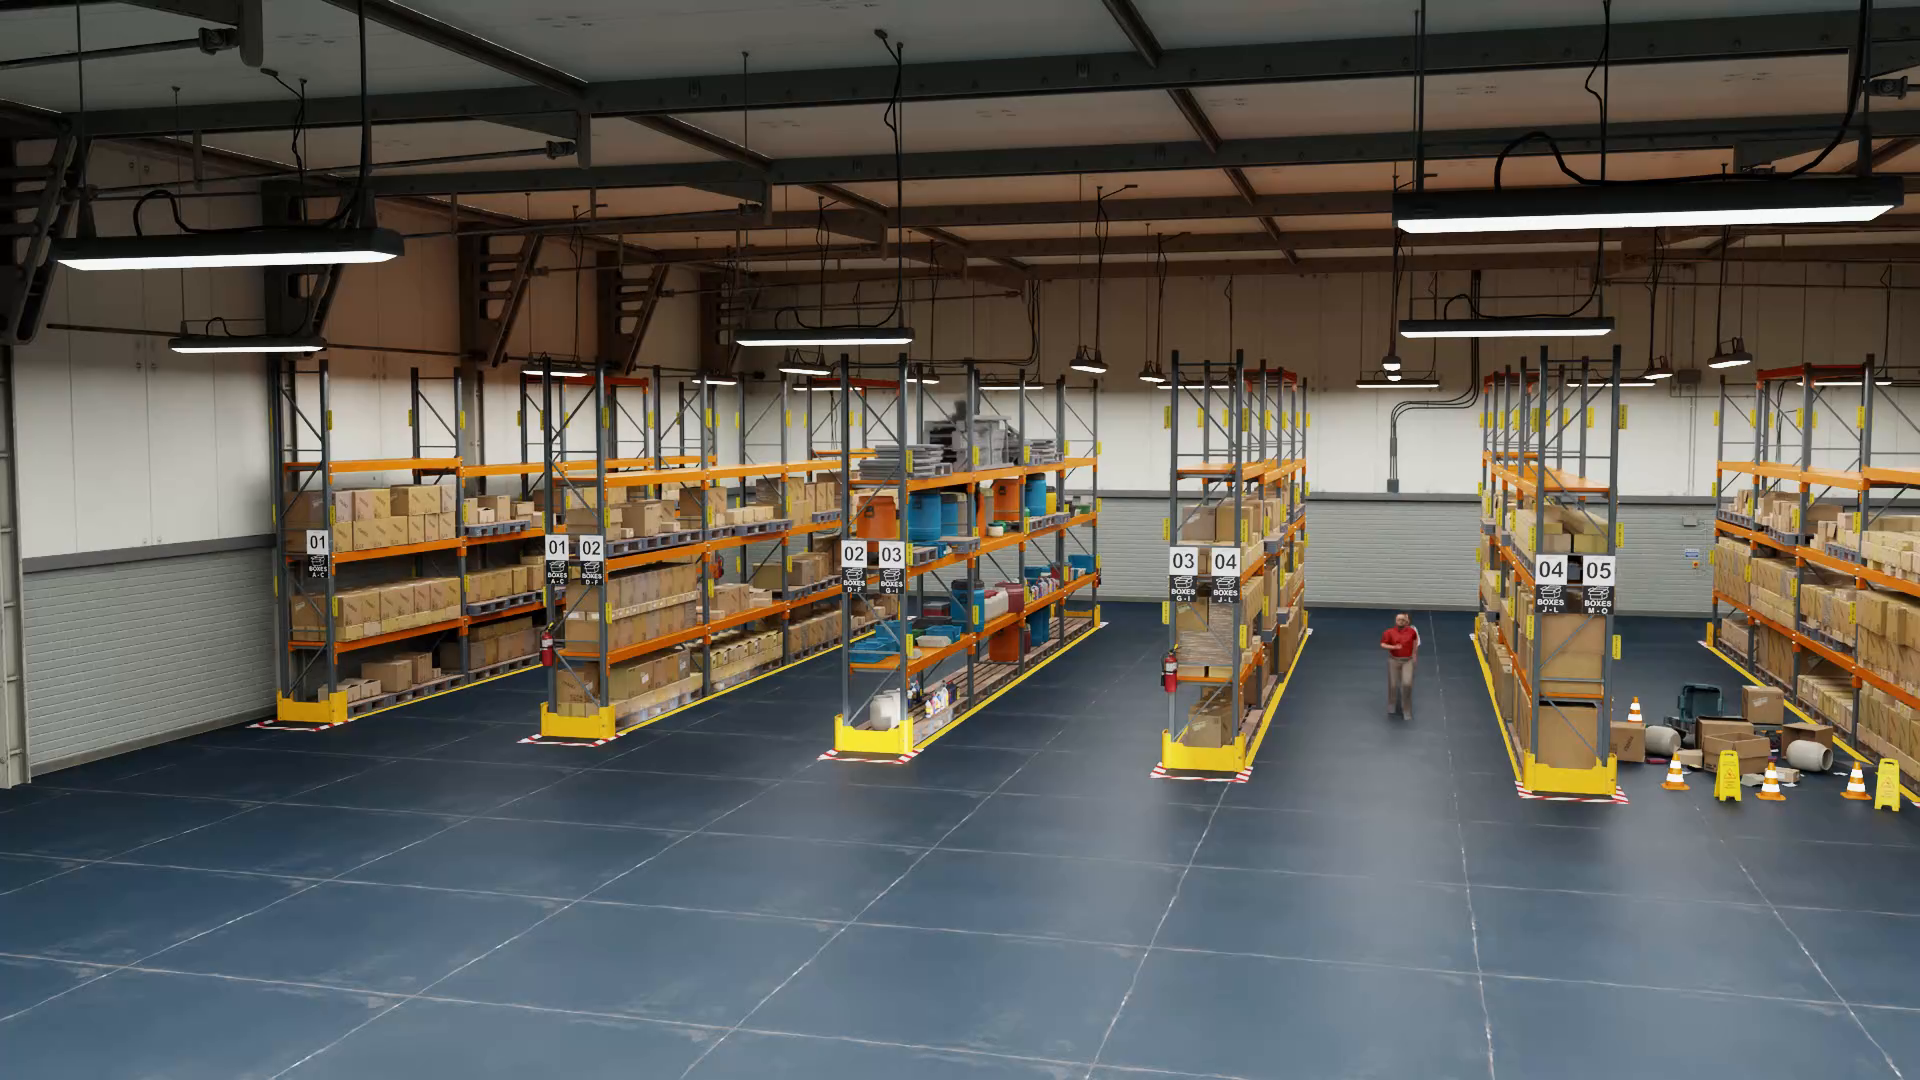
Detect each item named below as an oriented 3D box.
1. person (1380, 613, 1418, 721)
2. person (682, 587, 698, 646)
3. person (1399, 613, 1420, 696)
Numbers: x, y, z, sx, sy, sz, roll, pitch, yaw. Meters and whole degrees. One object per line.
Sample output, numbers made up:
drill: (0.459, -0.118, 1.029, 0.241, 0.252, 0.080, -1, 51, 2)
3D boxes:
person: (7.405, 2.131, 28.040, 0.652, 1.812, 0.832, 1, 4, 9)
person: (-5.954, 1.559, 36.521, 0.537, 1.585, 0.893, 0, 4, 4)
person: (7.966, 2.083, 29.788, 0.541, 1.552, 0.658, 1, 4, 10)
